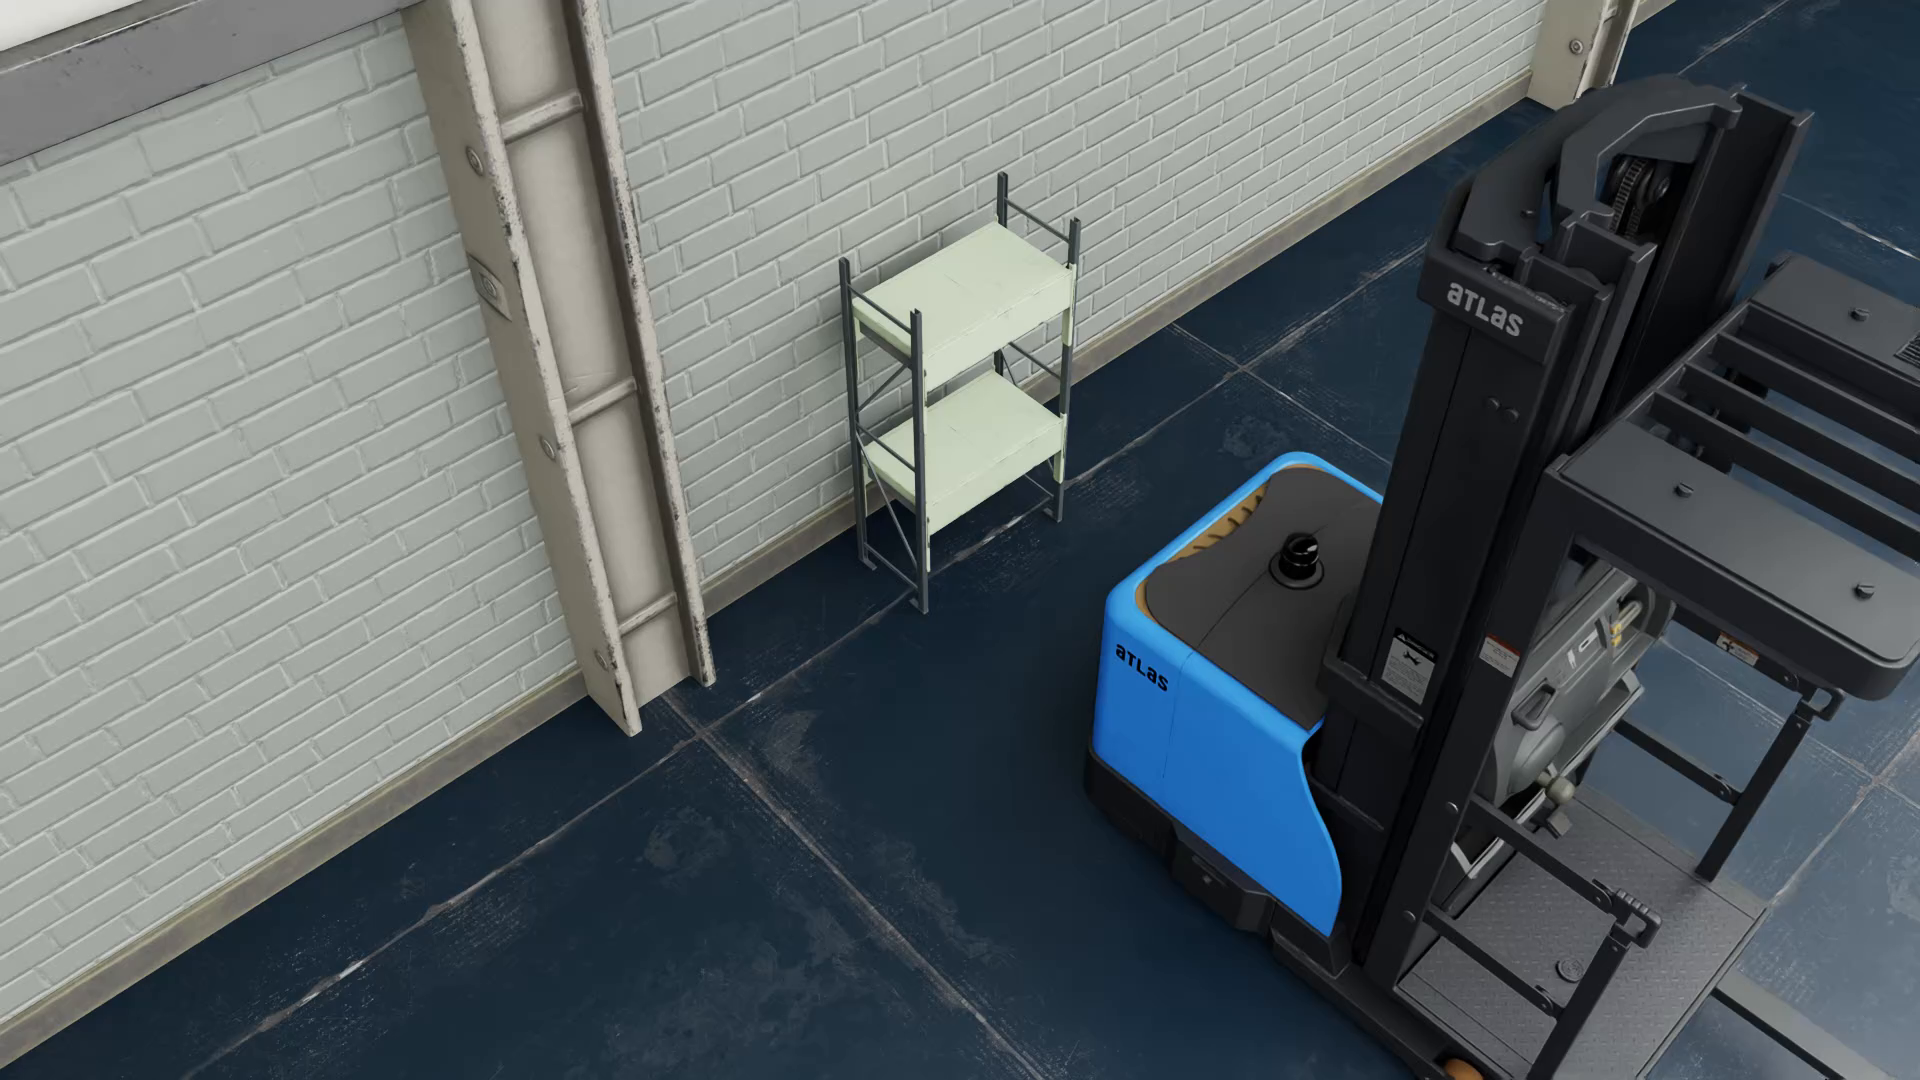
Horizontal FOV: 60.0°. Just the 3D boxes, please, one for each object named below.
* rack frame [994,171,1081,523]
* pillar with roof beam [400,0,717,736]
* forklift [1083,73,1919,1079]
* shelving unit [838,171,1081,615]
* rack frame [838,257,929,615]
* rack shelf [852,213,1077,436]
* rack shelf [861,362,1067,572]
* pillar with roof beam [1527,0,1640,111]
[{"bbox_3d":[0.276,-0.693,6.369,0.023,1.500,0.400,-34,56,-27],"label":"rack frame"},{"bbox_3d":[1.733,-0.170,0.784,0.400,9.000,9.100,-34,56,-27],"label":"pillar with roof beam"},{"bbox_3d":[1.829,0.430,4.359,1.130,2.935,3.031,-36,57,-29],"label":"forklift"},{"bbox_3d":[0.005,-0.512,6.202,0.755,1.500,0.431,-34,56,-27],"label":"shelving unit"},{"bbox_3d":[-0.266,-0.331,6.035,0.023,1.500,0.400,-34,56,-27],"label":"rack frame"},{"bbox_3d":[0.005,-0.777,5.915,0.720,0.370,0.431,-34,56,-27],"label":"rack shelf"},{"bbox_3d":[0.005,-0.291,6.441,0.720,0.370,0.431,-34,56,-27],"label":"rack shelf"},{"bbox_3d":[6.172,-3.136,3.521,0.400,9.000,9.100,-34,56,-27],"label":"pillar with roof beam"}]
